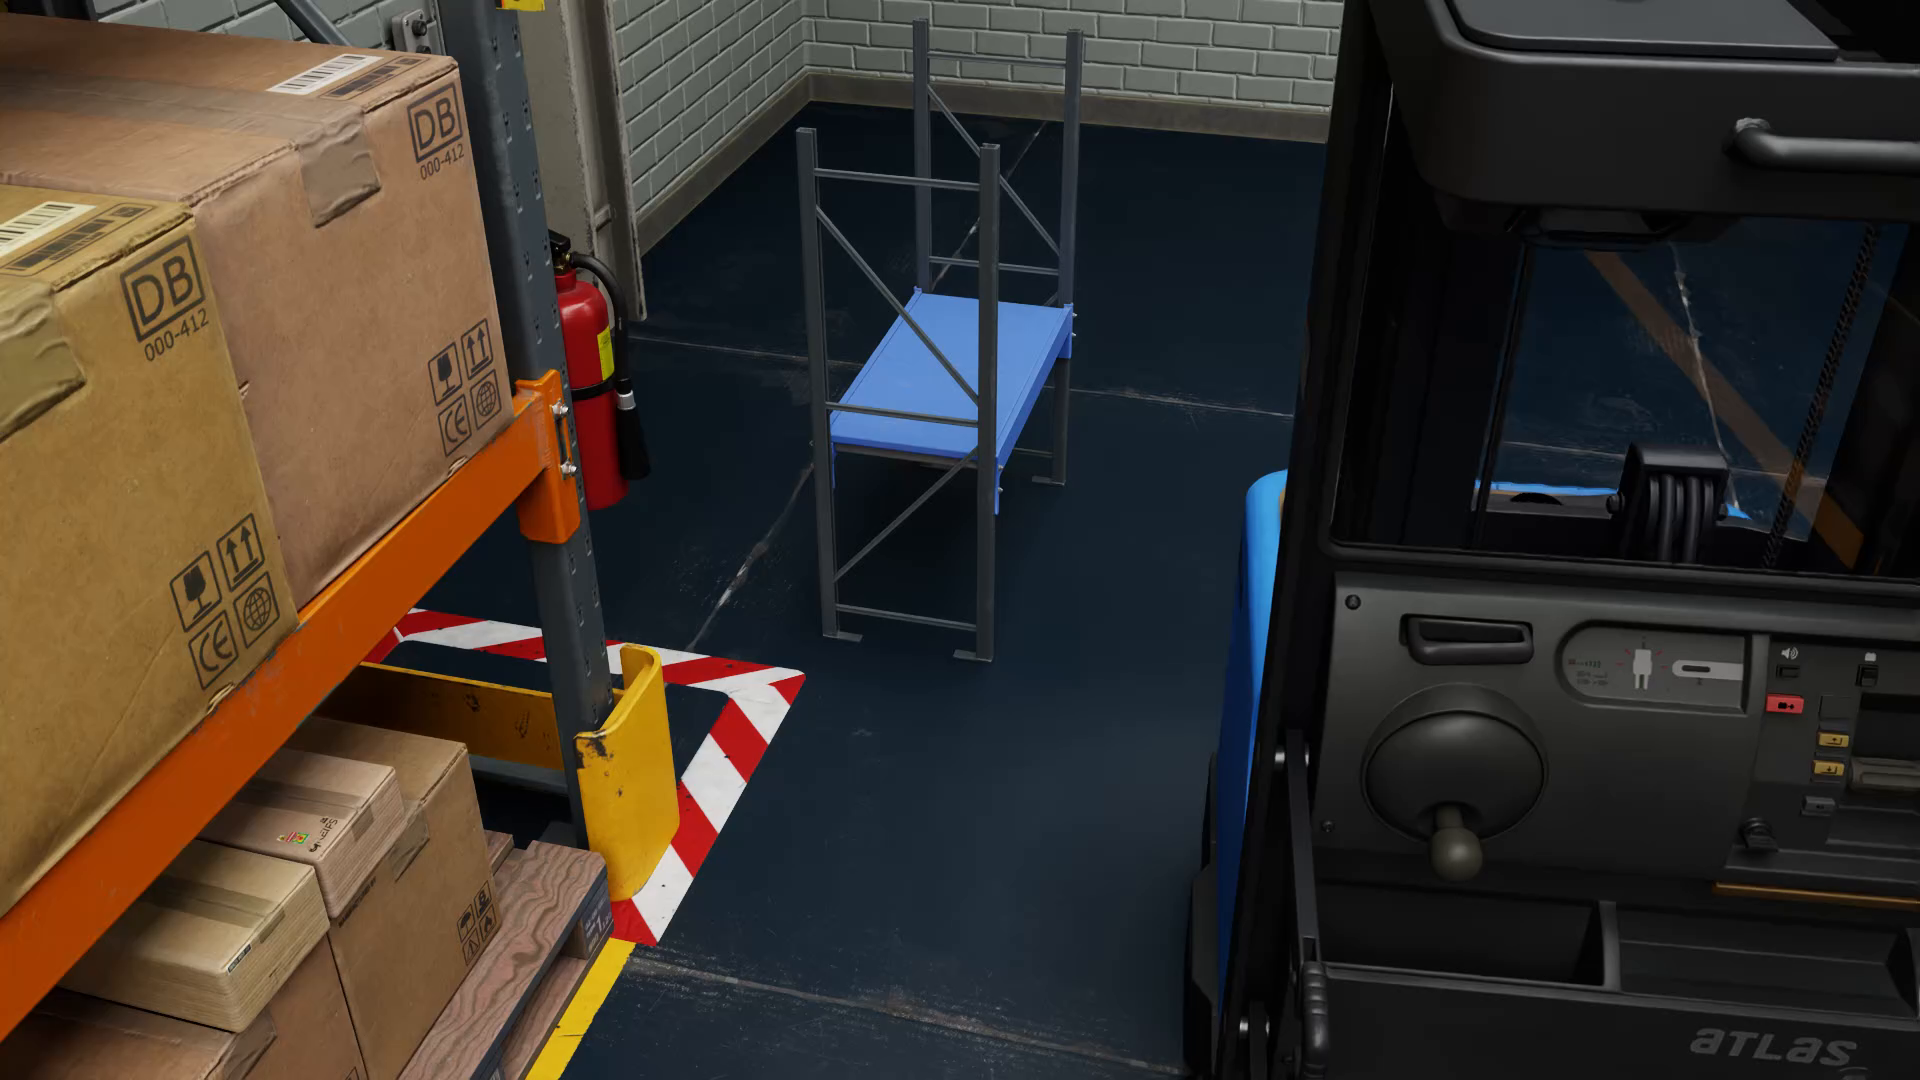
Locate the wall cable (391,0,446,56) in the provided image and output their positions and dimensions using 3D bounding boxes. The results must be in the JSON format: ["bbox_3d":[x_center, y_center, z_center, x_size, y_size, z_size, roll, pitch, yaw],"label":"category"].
[{"bbox_3d":[-1.888,-1.784,4.314,0.084,1.984,1.851,8,33,12],"label":"wall cable"}]

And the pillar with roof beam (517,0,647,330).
[{"bbox_3d":[2.715,-4.027,3.196,9.100,9.000,0.400,8,33,12],"label":"pillar with roof beam"}]

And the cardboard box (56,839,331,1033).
[{"bbox_3d":[-1.299,0.643,2.777,0.380,0.149,0.250,9,34,14],"label":"cardboard box"}]

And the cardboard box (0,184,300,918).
[{"bbox_3d":[-1.591,-0.044,2.243,0.980,0.700,0.700,8,33,12],"label":"cardboard box"}]

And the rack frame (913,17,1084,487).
[{"bbox_3d":[0.107,-0.852,5.193,0.500,1.500,0.032,8,33,12],"label":"rack frame"}]

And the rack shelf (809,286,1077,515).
[{"bbox_3d":[-0.022,-0.437,4.875,0.538,0.185,1.000,8,33,12],"label":"rack shelf"}]

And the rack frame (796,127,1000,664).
[{"bbox_3d":[-0.151,-0.325,4.363,0.500,1.500,0.032,8,33,12],"label":"rack frame"}]

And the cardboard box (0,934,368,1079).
[{"bbox_3d":[-1.506,0.952,2.895,0.700,0.500,0.500,8,33,12],"label":"cardboard box"}]

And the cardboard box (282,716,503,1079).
[{"bbox_3d":[-1.379,0.692,3.304,0.700,0.500,0.500,8,33,12],"label":"cardboard box"}]

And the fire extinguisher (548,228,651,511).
[{"bbox_3d":[-0.813,-0.388,3.484,0.296,0.674,0.183,8,33,12],"label":"fire extinguisher"}]

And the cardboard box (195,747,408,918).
[{"bbox_3d":[-1.235,0.510,2.986,0.380,0.149,0.250,8,33,12],"label":"cardboard box"}]

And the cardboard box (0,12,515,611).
[{"bbox_3d":[-1.418,-0.423,2.840,0.980,0.700,0.700,10,34,15],"label":"cardboard box"}]

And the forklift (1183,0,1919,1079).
[{"bbox_3d":[0.929,0.326,2.005,1.130,2.935,3.031,4,33,6],"label":"forklift"}]

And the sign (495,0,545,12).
[{"bbox_3d":[-0.776,-1.070,2.837,0.100,0.325,0.005,8,33,12],"label":"sign"}]

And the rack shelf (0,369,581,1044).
[{"bbox_3d":[-1.805,0.779,1.899,1.077,0.370,4.000,8,33,12],"label":"rack shelf"}]

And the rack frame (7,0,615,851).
[{"bbox_3d":[-1.298,-0.562,3.339,1.000,3.000,0.127,8,33,12],"label":"rack frame"}]

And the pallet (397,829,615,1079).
[{"bbox_3d":[-1.425,1.040,3.417,1.003,0.211,1.213,8,33,12],"label":"pallet"}]

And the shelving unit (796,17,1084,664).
[{"bbox_3d":[-0.022,-0.589,4.778,0.538,1.500,1.048,8,33,12],"label":"shelving unit"}]

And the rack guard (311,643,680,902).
[{"bbox_3d":[-1.292,0.480,4.029,1.175,0.500,0.348,8,33,12],"label":"rack guard"}]

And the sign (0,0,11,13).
[{"bbox_3d":[-1.833,-1.040,3.209,0.100,0.325,0.005,8,33,12],"label":"sign"}]
